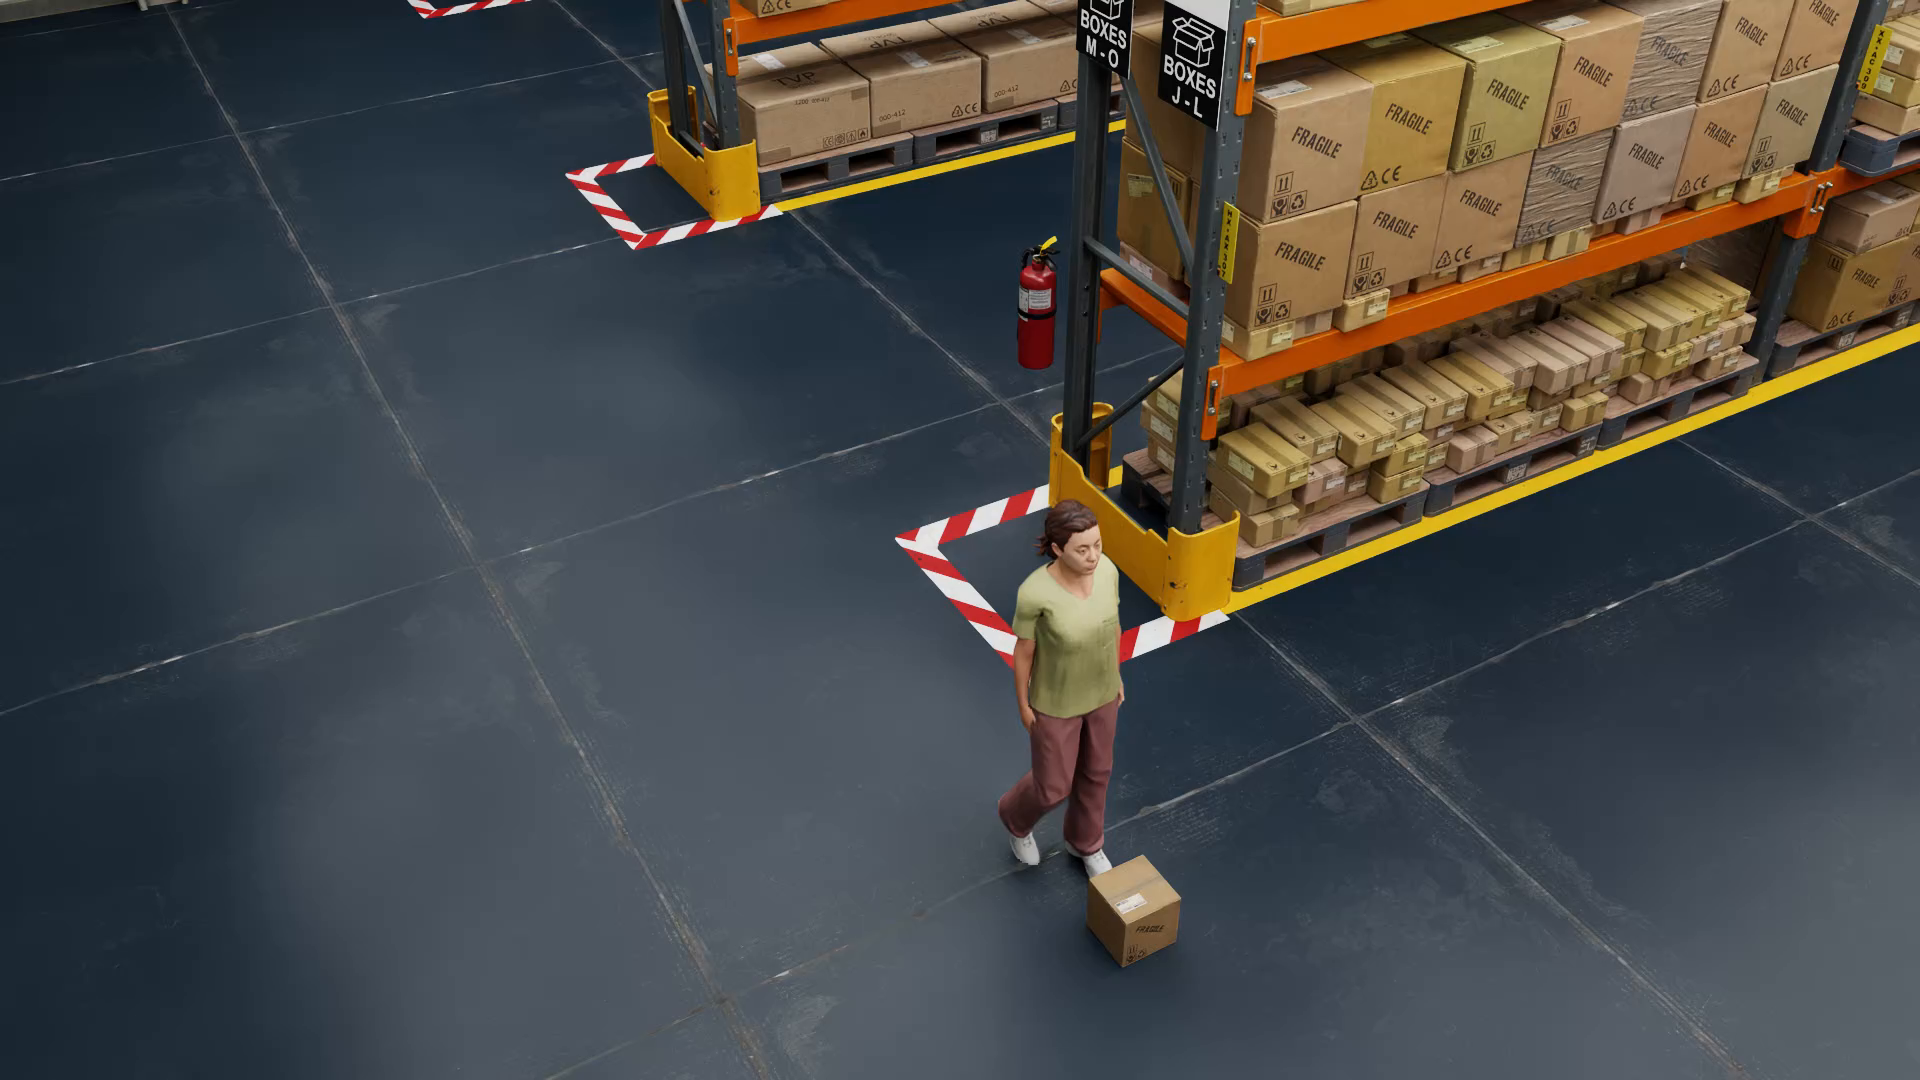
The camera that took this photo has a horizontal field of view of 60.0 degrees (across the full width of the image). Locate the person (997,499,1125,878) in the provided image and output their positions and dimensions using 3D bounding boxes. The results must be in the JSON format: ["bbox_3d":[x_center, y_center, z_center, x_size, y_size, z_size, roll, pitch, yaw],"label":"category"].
[{"bbox_3d":[0.422,0.590,6.164,0.449,1.702,0.525,-19,41,-23],"label":"person"}]
